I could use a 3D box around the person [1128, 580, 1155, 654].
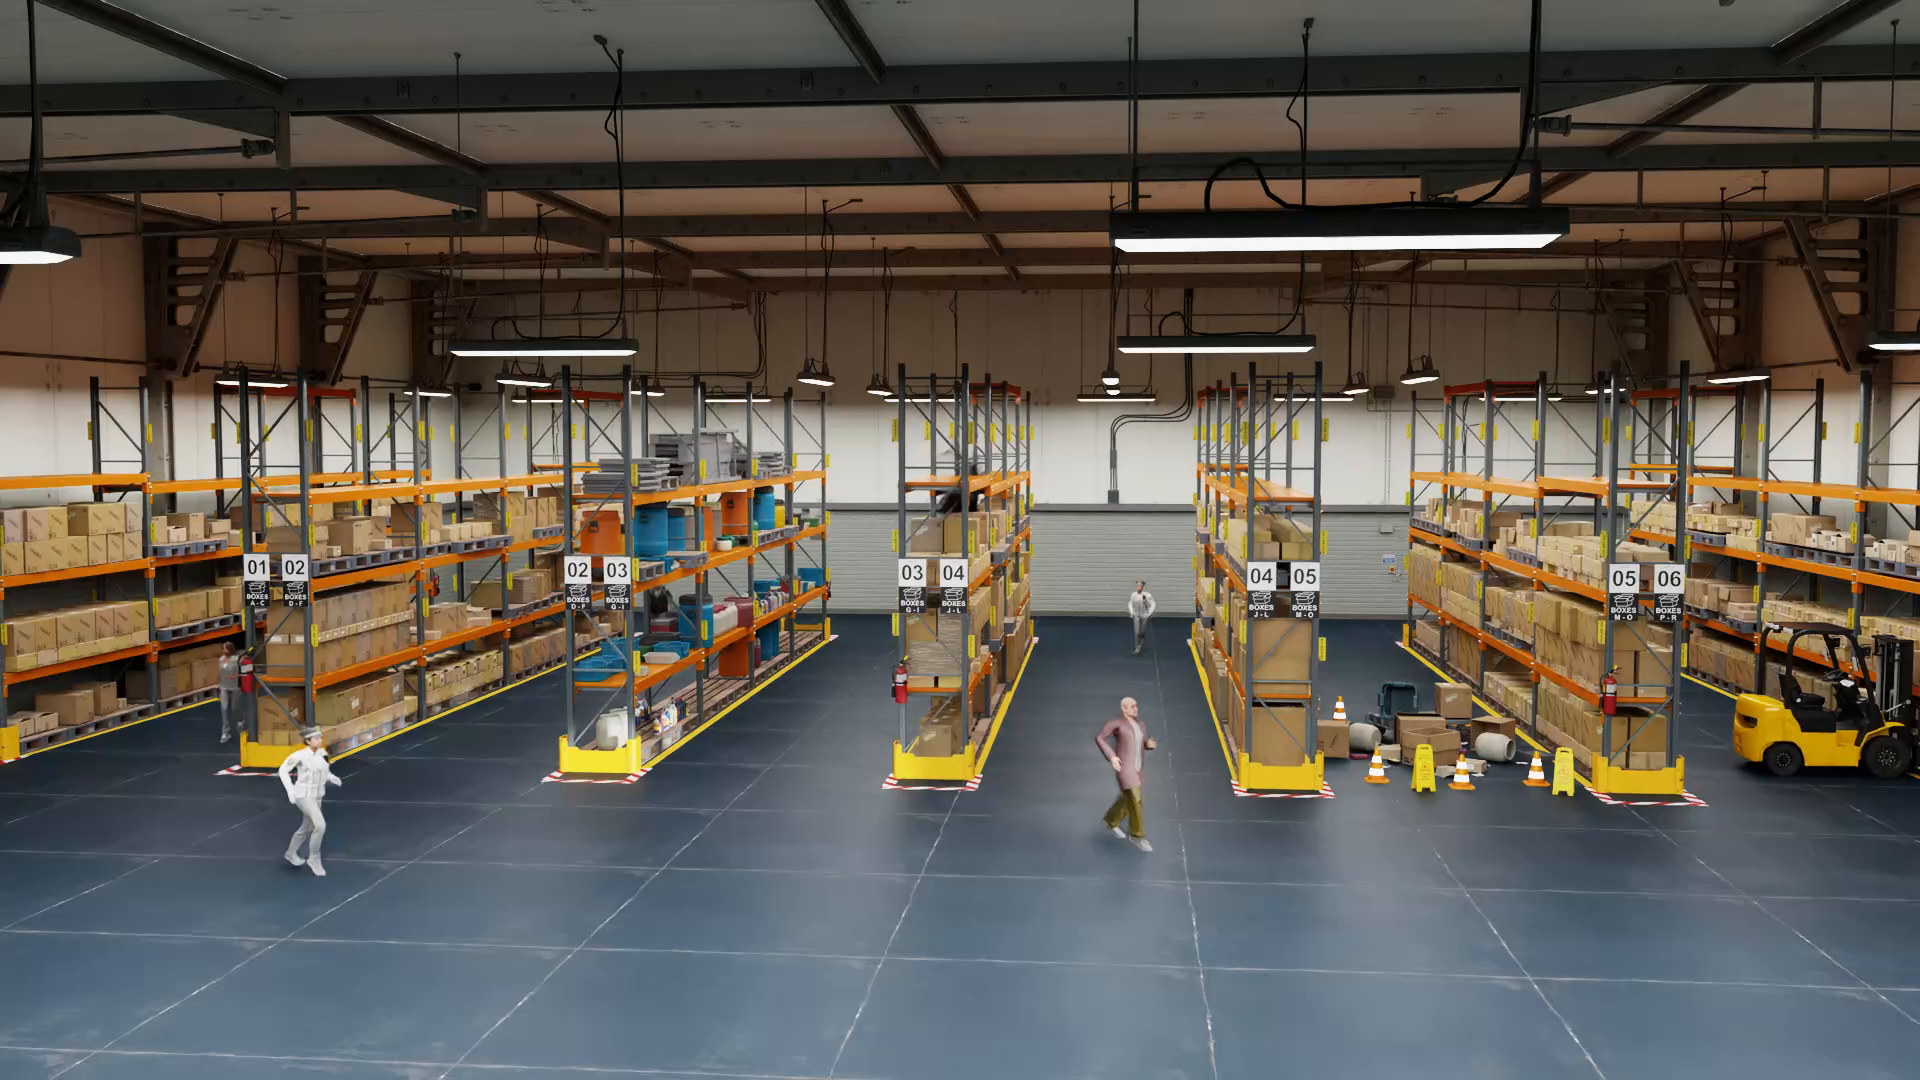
[{"bbox_3d":[4.154,1.742,38.040,0.637,1.685,0.584,1,4,17],"label":"person"}]

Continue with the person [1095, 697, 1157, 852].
[{"bbox_3d":[2.033,2.811,20.194,0.876,1.823,0.694,3,5,43],"label":"person"}]

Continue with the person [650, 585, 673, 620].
[{"bbox_3d":[-6.952,1.686,38.347,0.648,1.712,0.933,0,4,-4],"label":"person"}]

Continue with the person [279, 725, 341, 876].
[{"bbox_3d":[-7.424,2.961,18.977,0.829,1.725,0.529,1,4,19],"label":"person"}]

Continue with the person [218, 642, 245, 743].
[{"bbox_3d":[-11.915,2.458,27.242,0.526,1.606,0.815,0,4,0],"label":"person"}]
